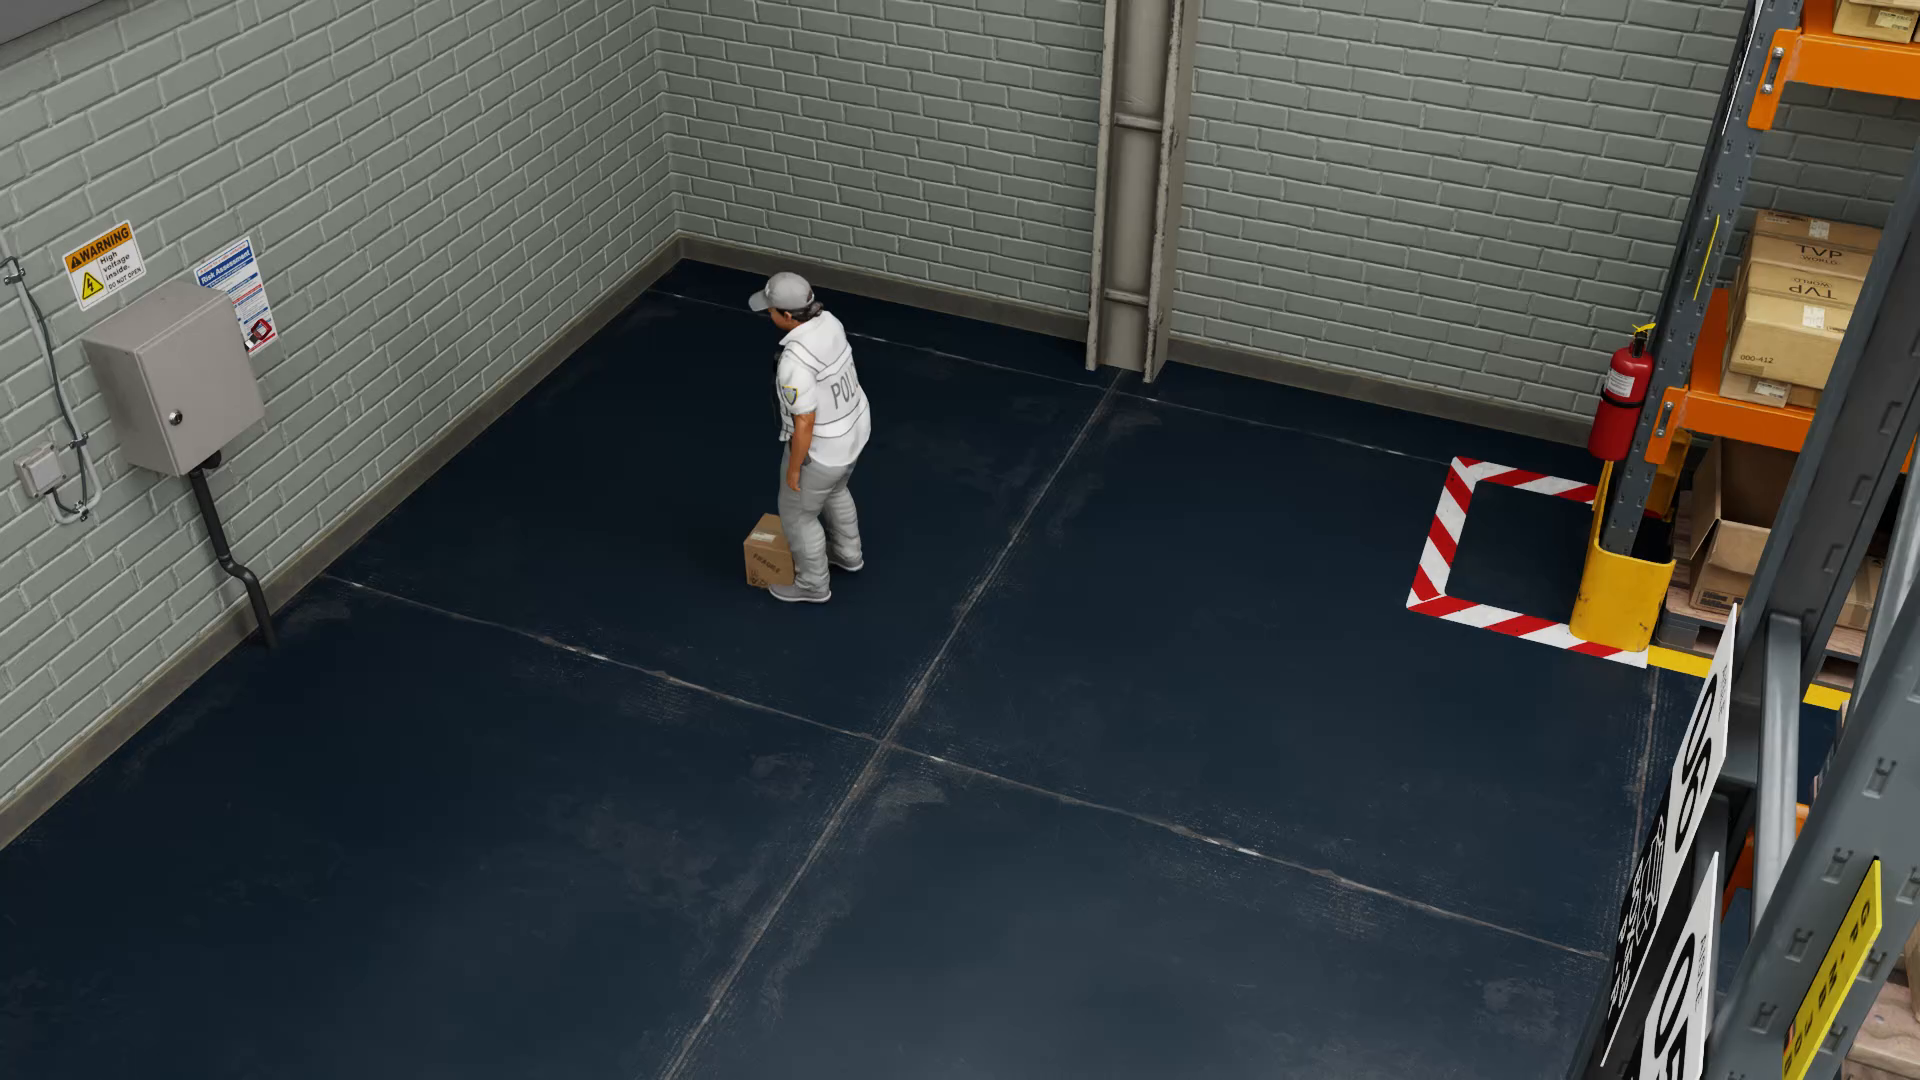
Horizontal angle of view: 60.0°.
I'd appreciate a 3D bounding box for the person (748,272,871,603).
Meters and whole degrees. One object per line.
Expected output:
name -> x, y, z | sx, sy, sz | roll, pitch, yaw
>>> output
person -> -0.649, -0.448, 7.393 | 0.469, 1.664, 0.550 | 12, 39, 15
